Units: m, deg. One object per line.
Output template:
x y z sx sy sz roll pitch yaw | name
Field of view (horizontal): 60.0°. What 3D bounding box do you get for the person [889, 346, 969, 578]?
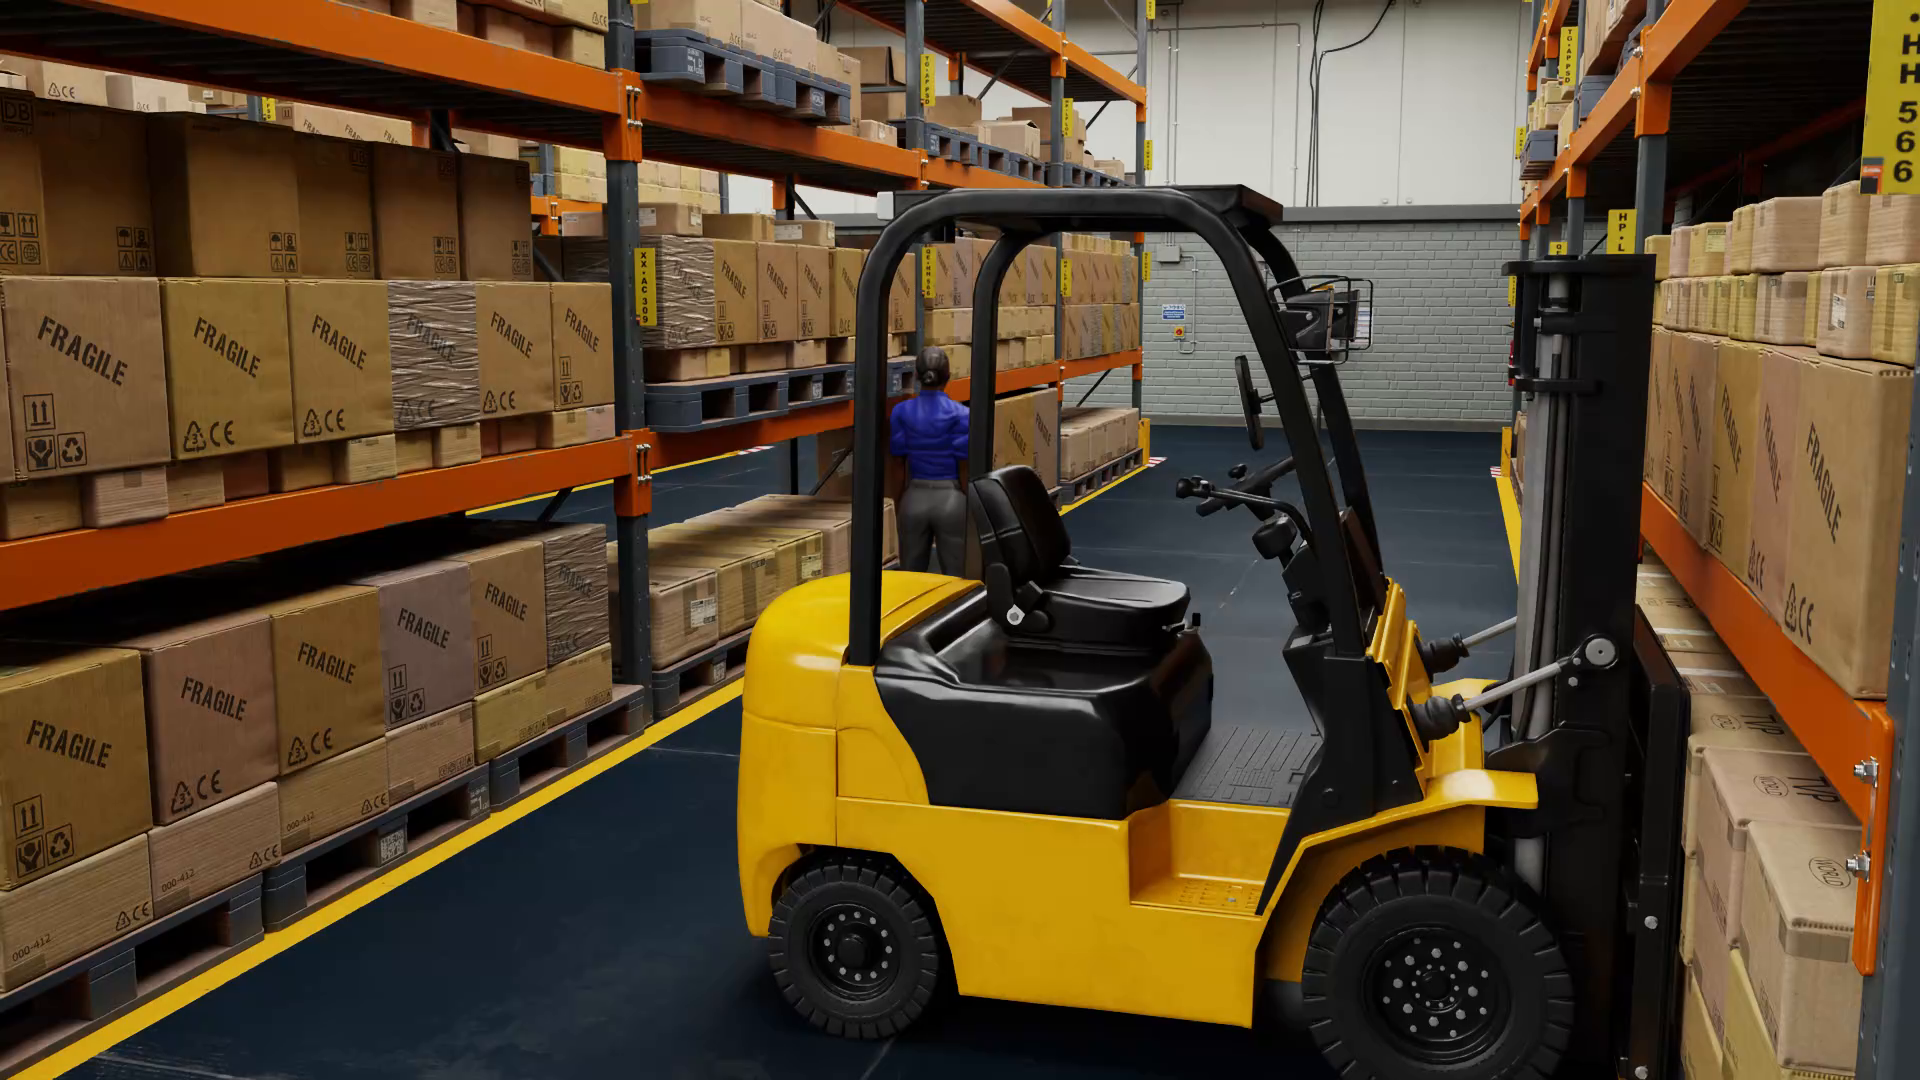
-0.129 -0.113 8.111 0.438 1.660 0.307 3 9 17 | person
